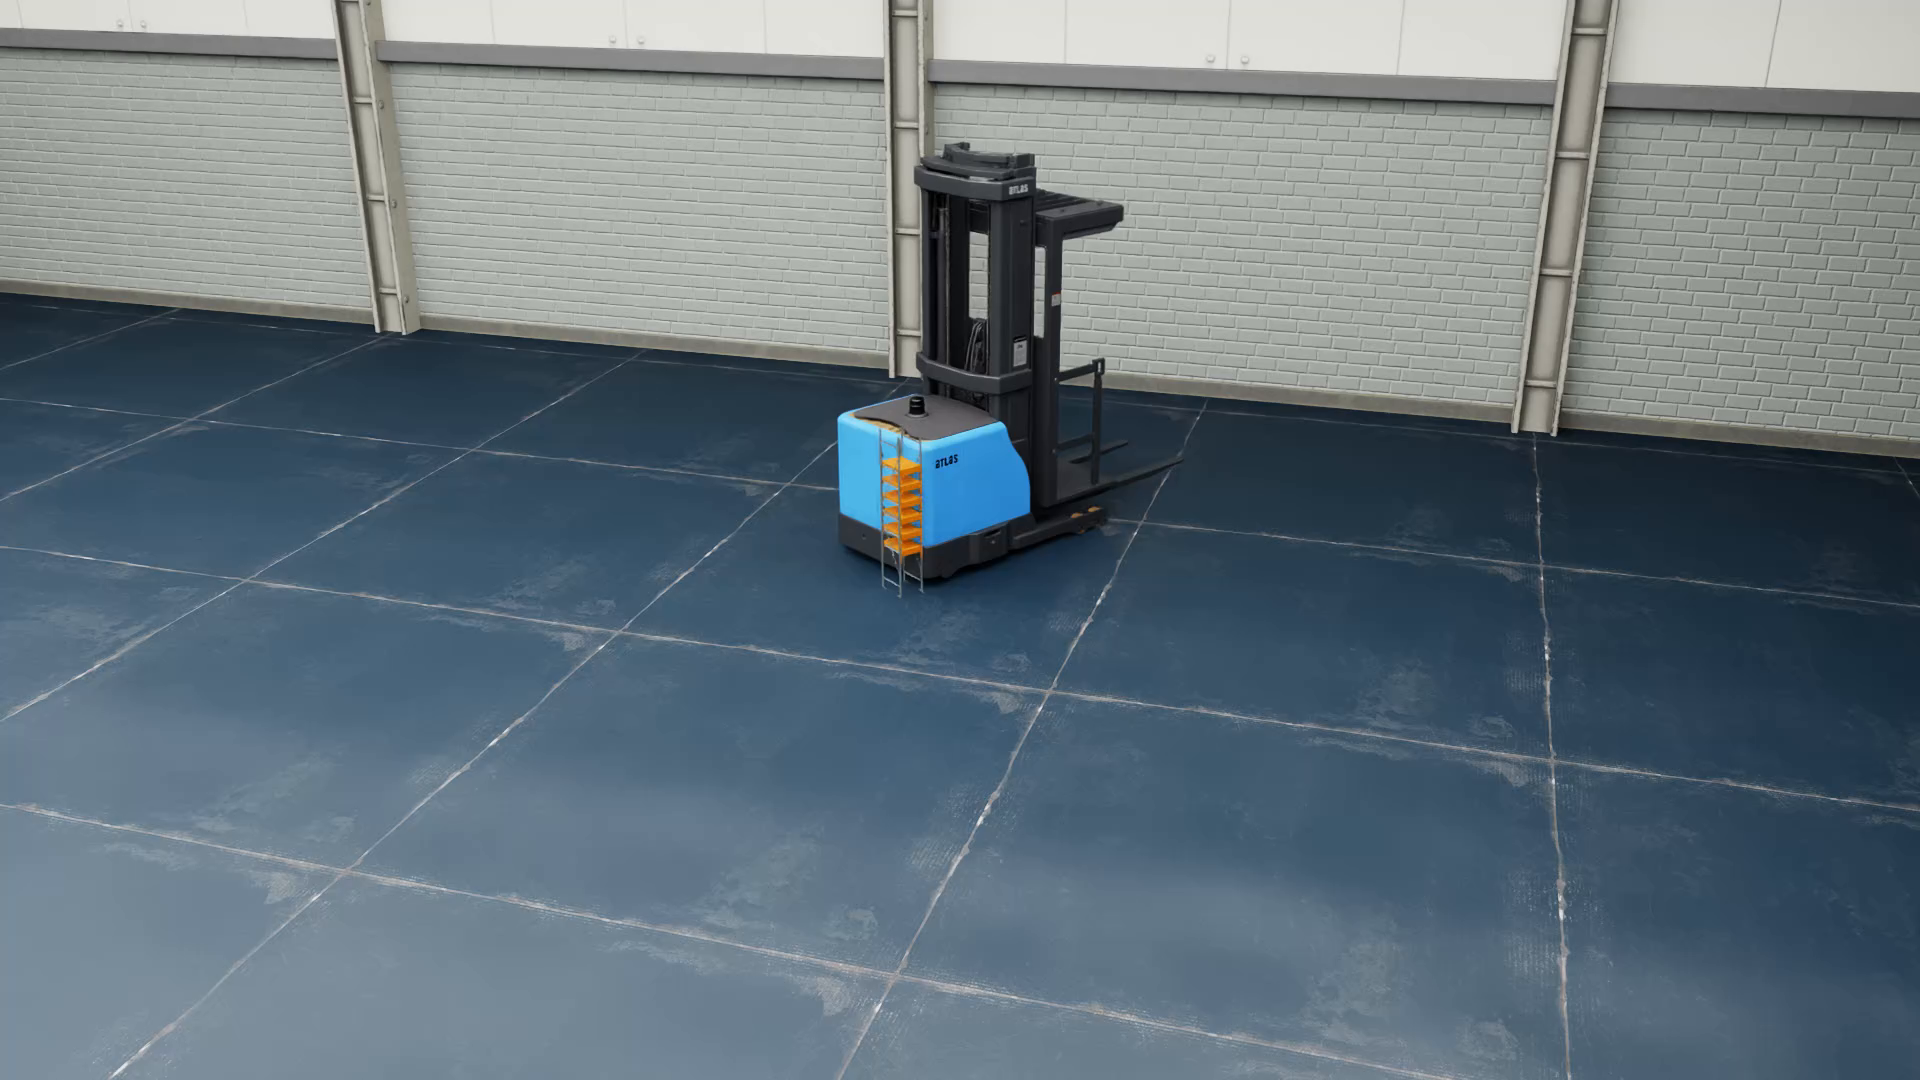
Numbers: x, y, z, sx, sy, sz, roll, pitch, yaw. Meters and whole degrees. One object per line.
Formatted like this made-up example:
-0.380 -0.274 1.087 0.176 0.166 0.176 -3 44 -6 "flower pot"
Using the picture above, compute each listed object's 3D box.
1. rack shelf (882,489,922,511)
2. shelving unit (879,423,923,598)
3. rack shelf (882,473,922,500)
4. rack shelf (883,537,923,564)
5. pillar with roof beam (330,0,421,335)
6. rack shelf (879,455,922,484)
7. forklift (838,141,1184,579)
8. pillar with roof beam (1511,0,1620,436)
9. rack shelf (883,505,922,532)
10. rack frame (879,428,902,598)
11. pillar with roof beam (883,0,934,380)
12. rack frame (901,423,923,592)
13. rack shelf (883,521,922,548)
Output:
-0.413 -0.271 11.650 0.180 0.103 0.258 -16 27 -34 "rack shelf"
-0.413 -0.201 11.678 0.189 1.200 0.258 -16 27 -34 "shelving unit"
-0.413 -0.382 11.604 0.180 0.103 0.258 -16 27 -34 "rack shelf"
-0.413 0.062 11.786 0.180 0.103 0.258 -16 27 -34 "rack shelf"
-7.470 -4.931 12.933 0.400 9.000 9.100 7 23 16 "pillar with roof beam"
-0.413 -0.493 11.559 0.180 0.103 0.258 -16 27 -34 "rack shelf"
0.516 -1.530 12.639 3.031 2.935 1.130 -19 29 -38 "forklift"
4.019 -3.615 9.726 0.400 9.000 9.100 7 23 16 "pillar with roof beam"
-0.413 -0.160 11.695 0.180 0.103 0.258 -16 27 -34 "rack shelf"
-0.486 -0.180 11.627 0.006 1.200 0.240 -16 27 -34 "rack frame"
-1.726 -4.273 11.330 0.400 9.000 9.100 7 23 16 "pillar with roof beam"
-0.340 -0.222 11.730 0.006 1.200 0.240 -16 27 -34 "rack frame"
-0.413 -0.049 11.741 0.180 0.103 0.258 -16 27 -34 "rack shelf"
